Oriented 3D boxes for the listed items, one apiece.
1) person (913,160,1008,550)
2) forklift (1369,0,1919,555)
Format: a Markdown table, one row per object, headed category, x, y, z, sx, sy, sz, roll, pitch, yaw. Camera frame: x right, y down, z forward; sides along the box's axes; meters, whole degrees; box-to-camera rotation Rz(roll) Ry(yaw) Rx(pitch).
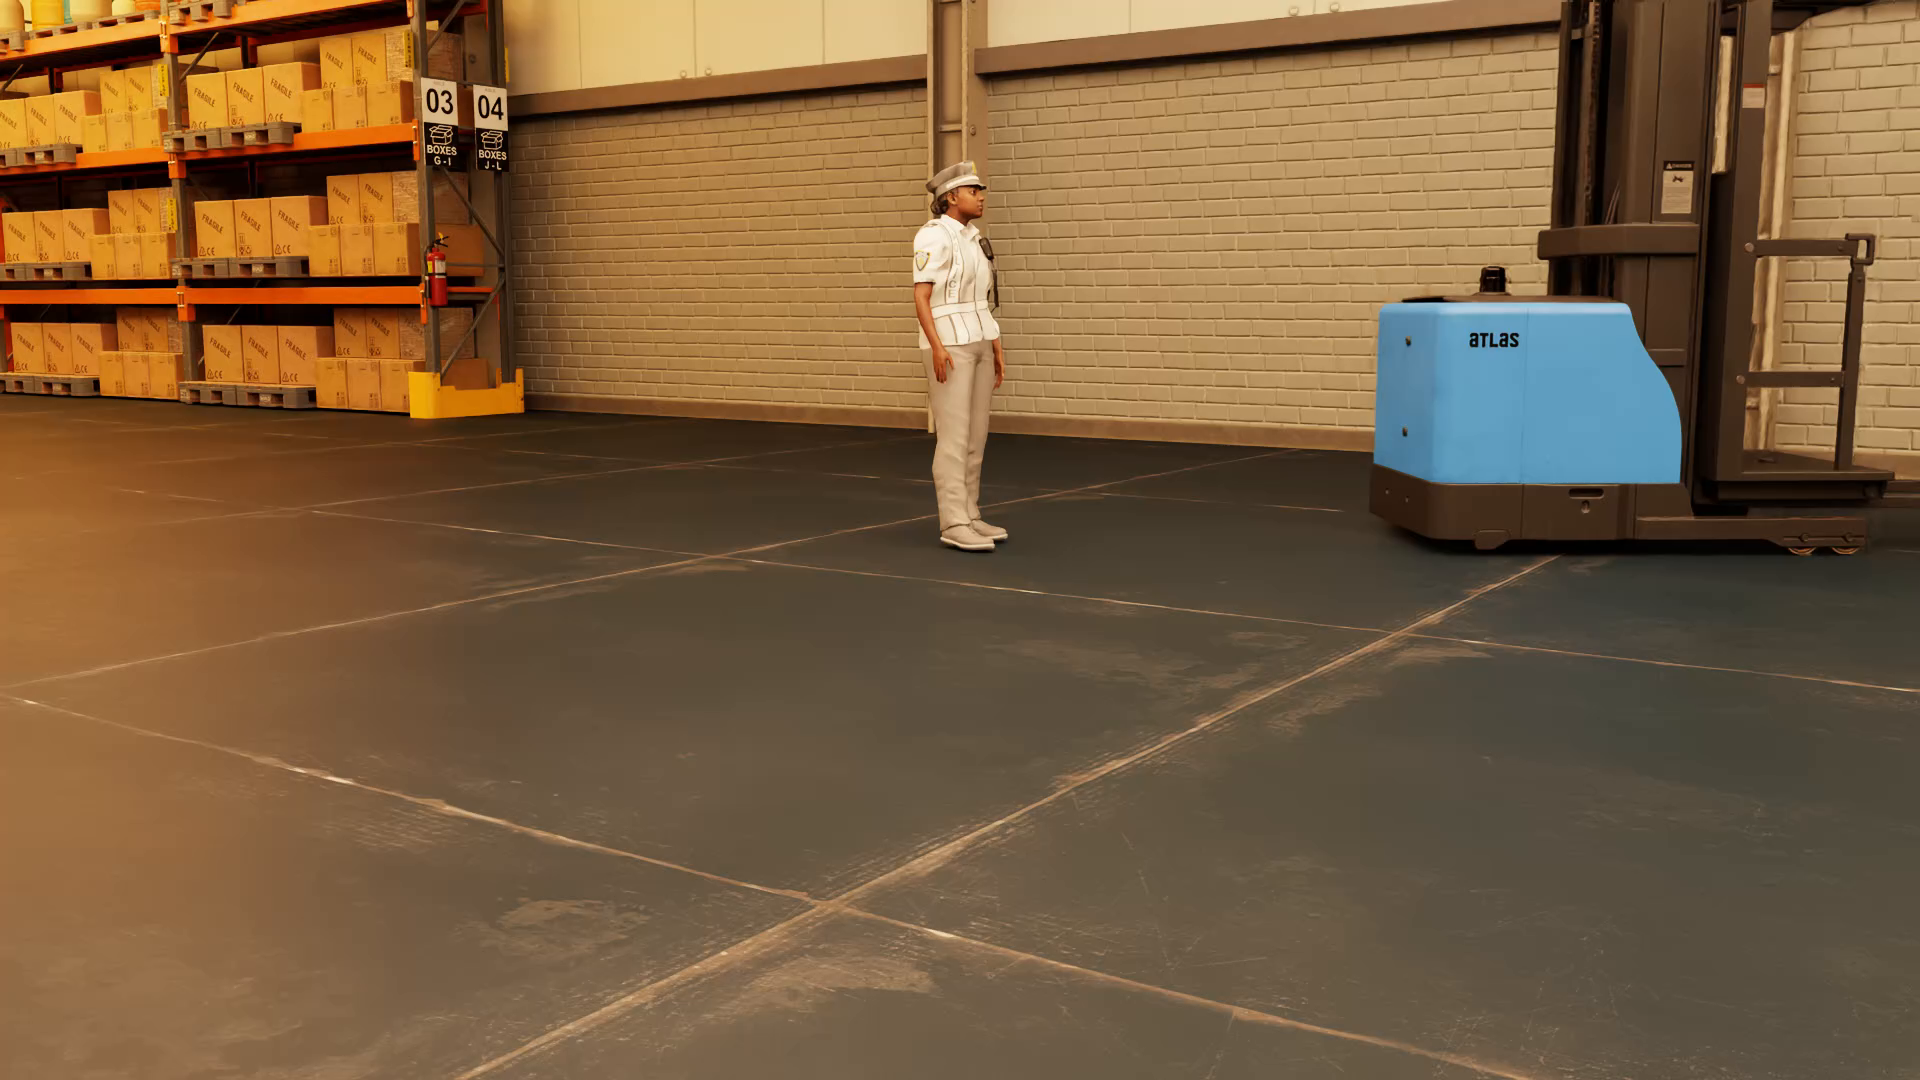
| category | x | y | z | sx | sy | sz | roll | pitch | yaw |
| --- | --- | --- | --- | --- | --- | --- | --- | --- | --- |
| person | 0.051 | -0.838 | 7.425 | 0.530 | 1.695 | 0.569 | 5 | 10 | 34 |
| forklift | 3.506 | -1.461 | 7.464 | 3.031 | 2.935 | 1.130 | 0 | 8 | -2 |
